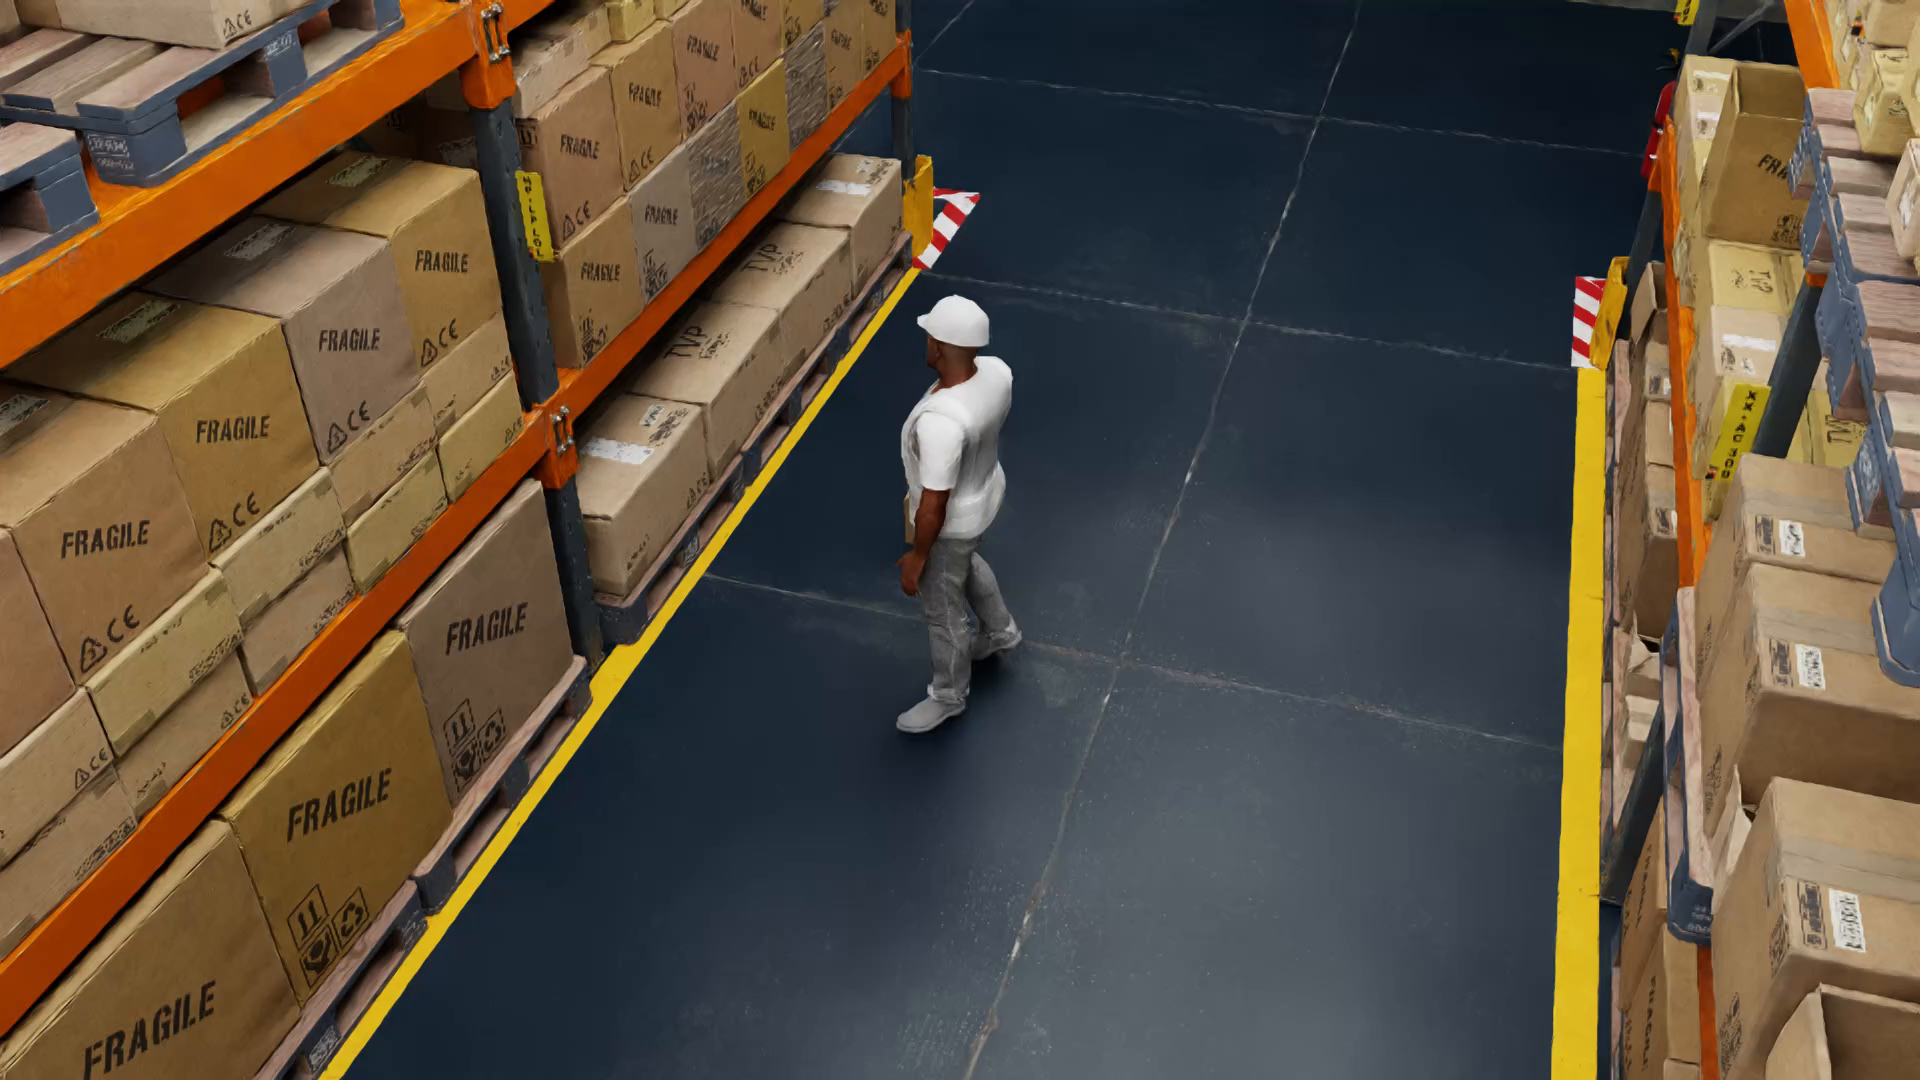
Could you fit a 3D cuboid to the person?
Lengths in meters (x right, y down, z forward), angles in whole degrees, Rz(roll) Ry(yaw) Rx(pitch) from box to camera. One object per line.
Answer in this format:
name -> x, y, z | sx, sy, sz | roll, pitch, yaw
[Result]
person -> -0.021, -0.089, 6.218 | 0.378, 1.776, 0.682 | 14, 39, 17
